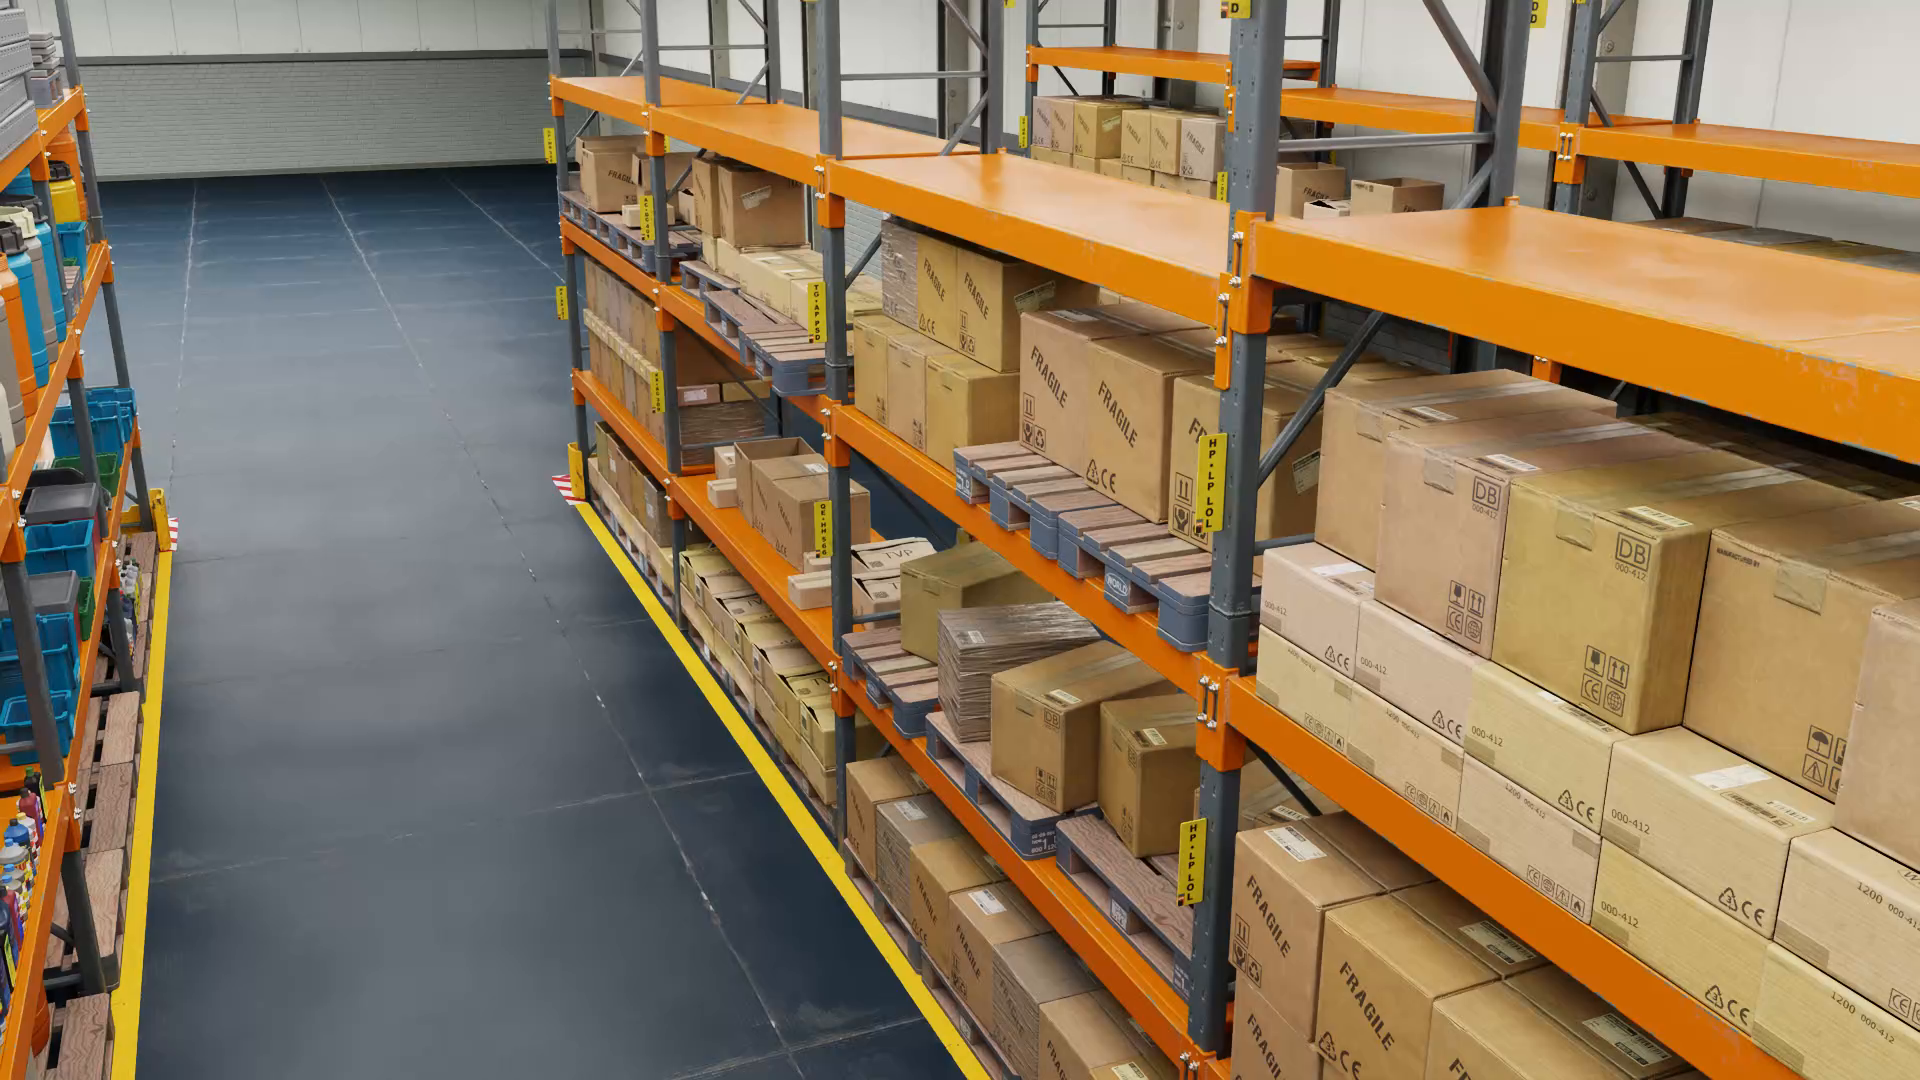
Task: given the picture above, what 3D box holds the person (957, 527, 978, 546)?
[{"bbox_3d":[0.253,0.123,12.498,0.501,1.746,0.593,-8,20,-23],"label":"person"}]
